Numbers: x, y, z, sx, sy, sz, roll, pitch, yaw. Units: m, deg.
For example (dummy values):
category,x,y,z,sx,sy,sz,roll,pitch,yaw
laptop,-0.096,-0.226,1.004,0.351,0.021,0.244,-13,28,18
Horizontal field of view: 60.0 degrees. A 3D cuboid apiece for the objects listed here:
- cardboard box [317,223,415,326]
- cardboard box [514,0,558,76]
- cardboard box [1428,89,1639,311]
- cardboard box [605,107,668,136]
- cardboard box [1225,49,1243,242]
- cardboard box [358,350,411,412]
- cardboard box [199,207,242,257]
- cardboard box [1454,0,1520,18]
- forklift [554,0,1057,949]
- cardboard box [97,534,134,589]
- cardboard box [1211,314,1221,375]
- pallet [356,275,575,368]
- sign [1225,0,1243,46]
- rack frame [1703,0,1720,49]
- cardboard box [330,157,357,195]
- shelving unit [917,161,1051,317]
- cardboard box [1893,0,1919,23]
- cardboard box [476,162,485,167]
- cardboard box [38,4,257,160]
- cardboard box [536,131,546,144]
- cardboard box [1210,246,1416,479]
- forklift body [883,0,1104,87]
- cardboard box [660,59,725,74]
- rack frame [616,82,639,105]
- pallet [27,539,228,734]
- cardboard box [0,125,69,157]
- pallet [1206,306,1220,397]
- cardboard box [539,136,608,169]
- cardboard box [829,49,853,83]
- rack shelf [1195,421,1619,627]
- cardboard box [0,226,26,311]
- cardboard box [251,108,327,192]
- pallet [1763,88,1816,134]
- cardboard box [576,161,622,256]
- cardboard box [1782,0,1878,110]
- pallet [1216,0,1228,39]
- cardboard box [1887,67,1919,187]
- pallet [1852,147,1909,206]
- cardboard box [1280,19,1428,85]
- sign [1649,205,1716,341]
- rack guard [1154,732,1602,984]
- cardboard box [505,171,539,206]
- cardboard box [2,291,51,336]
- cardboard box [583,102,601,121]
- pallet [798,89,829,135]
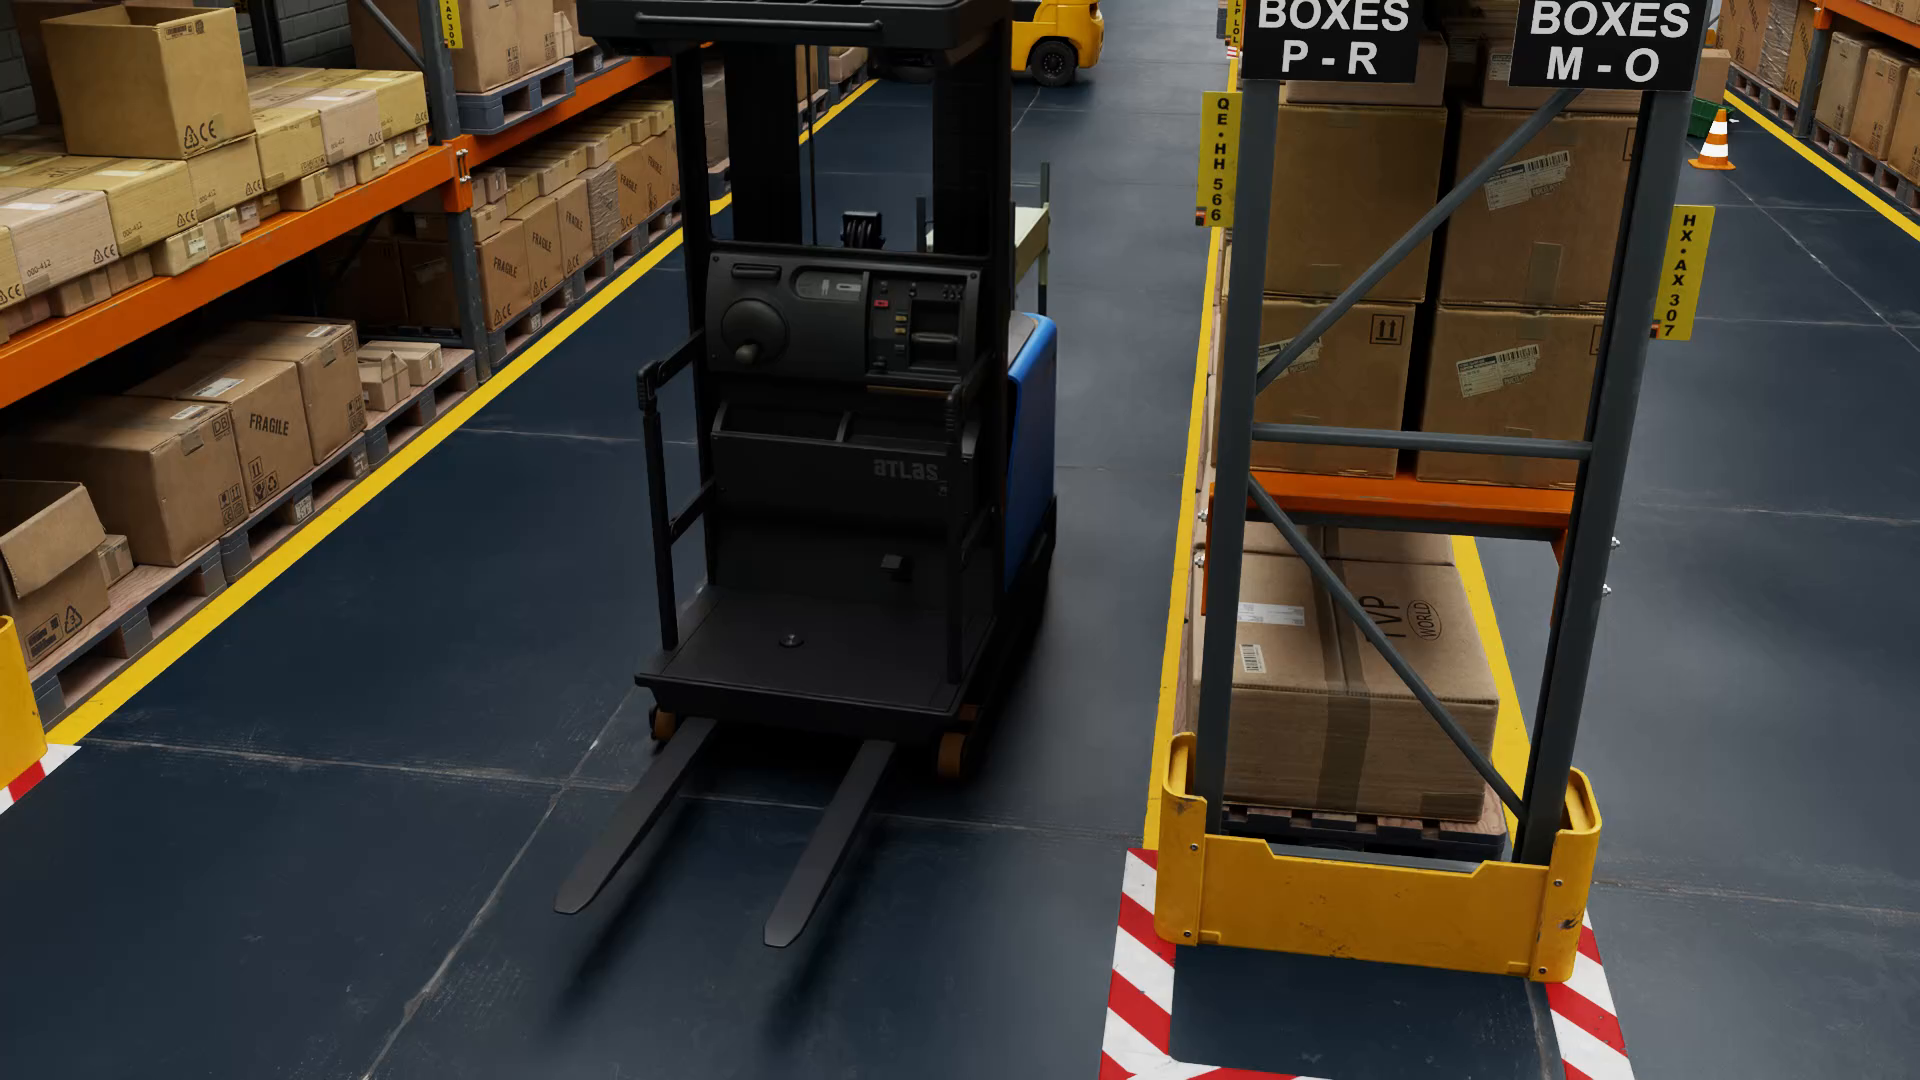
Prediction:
category,x,y,z,sx,sy,sz,roll,pitch,yaw
cardboard box,-3.292,-1.544,9.464,0.500,0.500,0.500,4,25,8
cardboard box,-2.696,-2.899,9.292,0.700,0.500,0.500,4,25,9
cardboard box,1.523,-0.924,4.389,0.500,0.500,0.500,3,25,7
cardboard box,-2.272,-2.945,11.691,0.380,0.149,0.250,3,25,6
cardboard box,1.064,-1.182,4.940,0.500,0.500,0.500,4,25,9
cardboard box,-2.940,-0.810,8.171,0.396,0.266,0.258,5,26,10
cardboard box,-3.127,-1.239,6.655,0.380,0.149,0.250,5,25,10
cardboard box,1.648,-1.493,4.839,0.380,0.149,0.250,3,25,7
forklift,-0.438,-0.701,5.290,1.130,2.935,3.031,6,26,12
cardboard box,-3.433,0.089,6.388,0.380,0.149,0.250,3,25,6
cardboard box,1.608,-0.693,7.718,0.875,0.438,0.875,4,25,8
pallet,-2.985,-1.340,9.864,1.003,0.211,1.213,4,25,9
sign,1.280,-2.440,7.652,0.100,0.325,0.005,4,25,9
rack frame,8.678,-6.636,17.889,1.000,3.000,0.127,4,25,9
cardboard box,-2.993,-1.667,7.570,0.380,0.149,0.250,5,25,10
shelving unit,0.108,-0.831,7.255,0.431,1.500,0.755,6,26,12
cardboard box,7.424,-4.175,12.513,0.500,0.500,0.500,4,25,9
cardboard box,-3.122,-2.219,10.141,0.380,0.149,0.250,5,25,10
cardboard box,-3.150,-1.792,6.482,0.500,0.500,0.500,5,25,10
cardboard box,-2.982,-2.650,11.061,0.380,0.149,0.250,3,25,7
cardboard box,0.981,-0.510,4.684,0.500,0.500,0.500,4,25,9
forklift body,0.370,-5.975,17.479,2.313,2.155,1.214,4,25,9
cardboard box,-2.212,-3.582,13.670,0.875,0.625,0.625,5,26,10
rack frame,-2.427,-3.933,12.115,1.000,3.000,0.127,4,25,9
pallet,-3.593,0.310,6.338,1.003,0.211,1.213,4,25,9
cardboard box,-3.664,-1.506,6.755,0.500,0.250,0.500,4,25,8
pallet,1.869,-0.983,9.101,1.003,0.211,1.213,4,25,9
cardboard box,-2.502,-2.508,10.759,0.380,0.149,0.250,3,25,6
cardboard box,-1.367,-4.731,16.566,0.500,0.250,0.500,4,25,9
rack shelf,1.490,-0.756,6.175,1.077,0.370,4.000,4,25,9
cardboard box,-3.394,-0.825,5.301,0.500,0.250,0.500,4,25,9
cardboard box,-3.085,-1.679,7.125,0.500,0.250,0.500,4,25,8
pallet,8.226,-4.013,15.574,1.003,0.211,1.213,4,25,9
cardboard box,-2.525,-2.153,10.766,0.500,0.500,0.500,3,25,7
cardboard box,8.196,-4.449,15.228,0.875,0.875,0.875,4,25,9
pallet,2.482,-3.810,12.077,1.213,0.211,1.003,4,25,9
cardboard box,7.698,-3.076,12.441,1.050,0.750,0.750,4,25,9
pallet,7.776,-2.861,13.112,1.003,0.211,1.213,4,25,9
cardboard box,1.042,-1.309,4.445,0.380,0.149,0.250,4,25,9
sign,1.710,-0.632,3.948,0.100,0.325,0.005,4,25,9
rack guard,1.159,0.897,4.744,1.175,0.500,0.348,4,25,9
cardboard box,-2.728,-2.089,9.862,0.380,0.149,0.250,4,25,8
cardboard box,-3.405,-0.814,5.747,0.380,0.149,0.250,4,25,8
cardboard box,-2.820,-3.089,11.998,0.380,0.149,0.250,5,26,11
pallet,-1.855,-4.033,15.616,1.003,0.211,1.213,4,25,9
